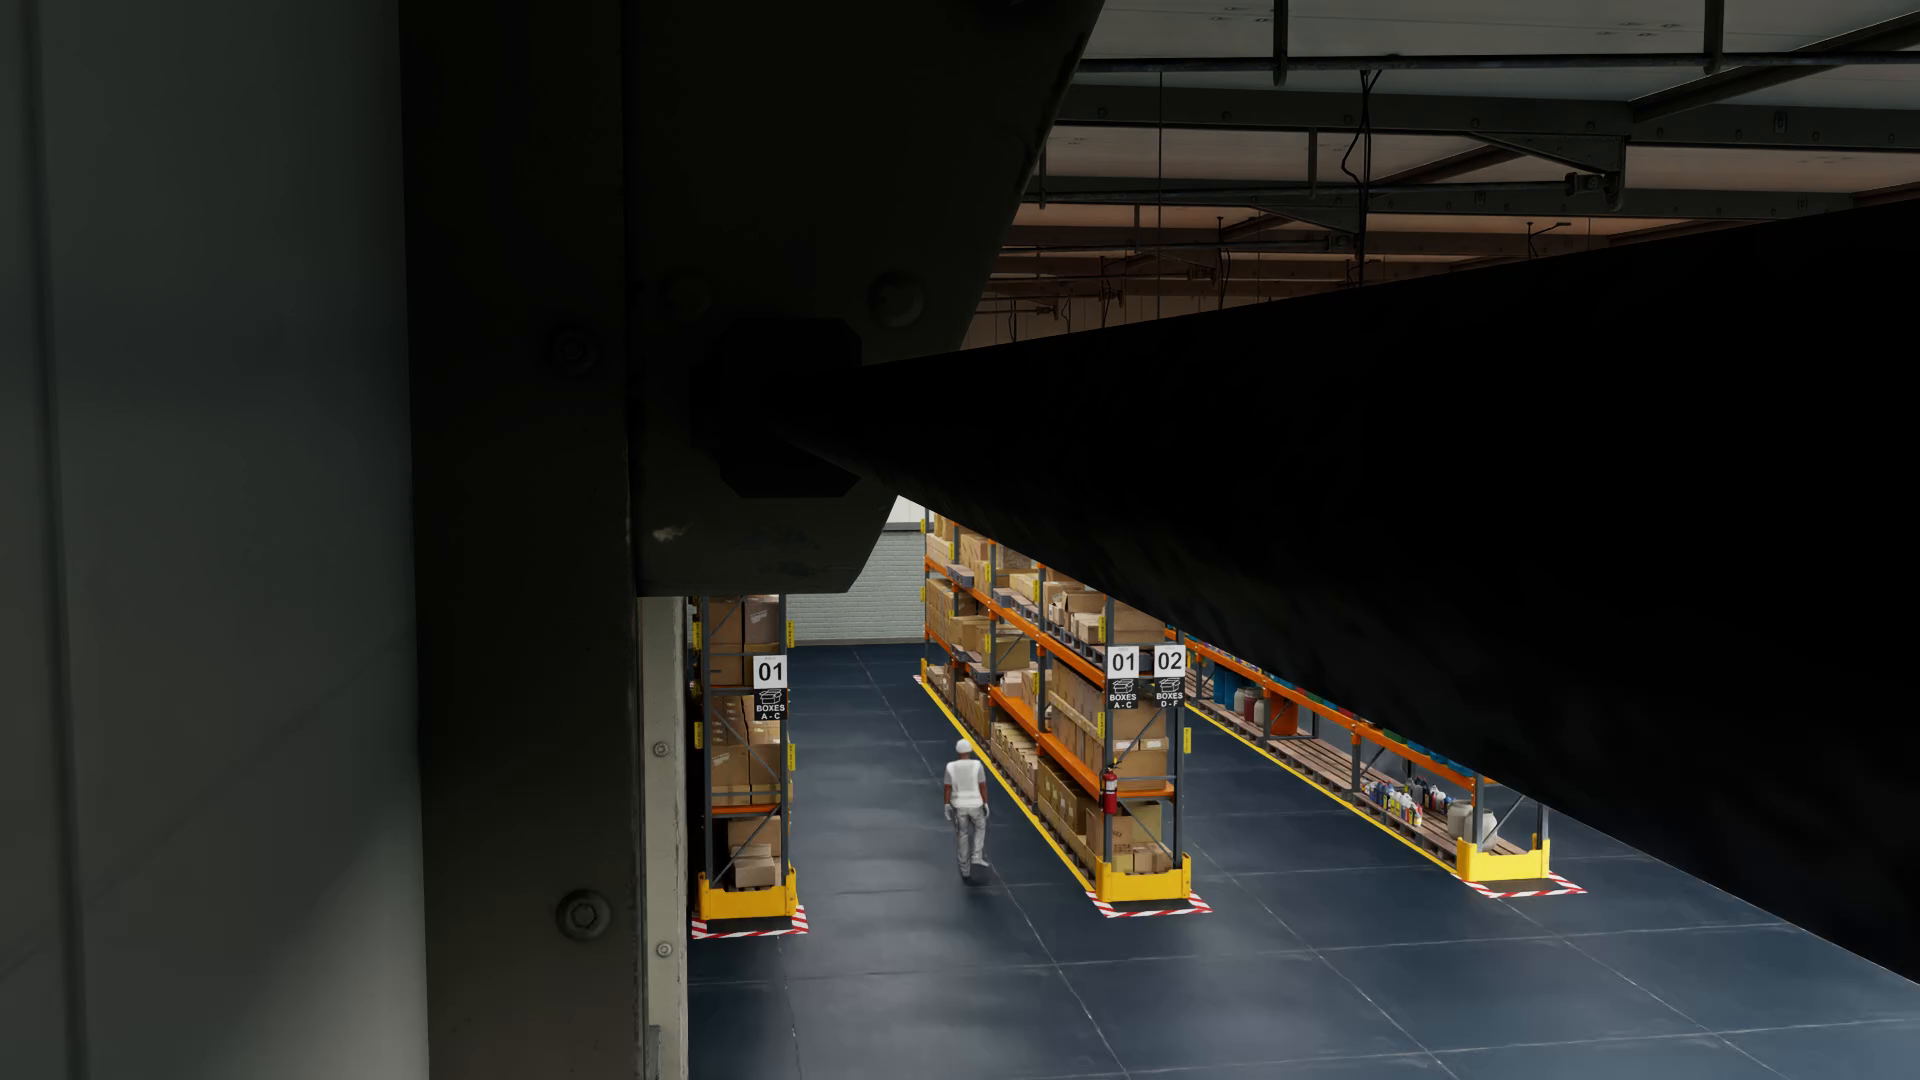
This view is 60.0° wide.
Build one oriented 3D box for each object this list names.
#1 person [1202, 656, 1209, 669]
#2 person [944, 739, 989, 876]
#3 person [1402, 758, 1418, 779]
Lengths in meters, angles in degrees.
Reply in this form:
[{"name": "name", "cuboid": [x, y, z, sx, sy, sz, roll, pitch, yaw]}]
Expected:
[{"name": "person", "cuboid": [5.680, 2.052, 38.603, 0.616, 1.813, 0.596, -2, 5, -17]}, {"name": "person", "cuboid": [0.083, 3.513, 21.886, 0.594, 1.775, 0.507, 0, 5, 1]}, {"name": "person", "cuboid": [7.423, 3.087, 27.334, 0.474, 1.646, 0.857, -1, 5, -9]}]
